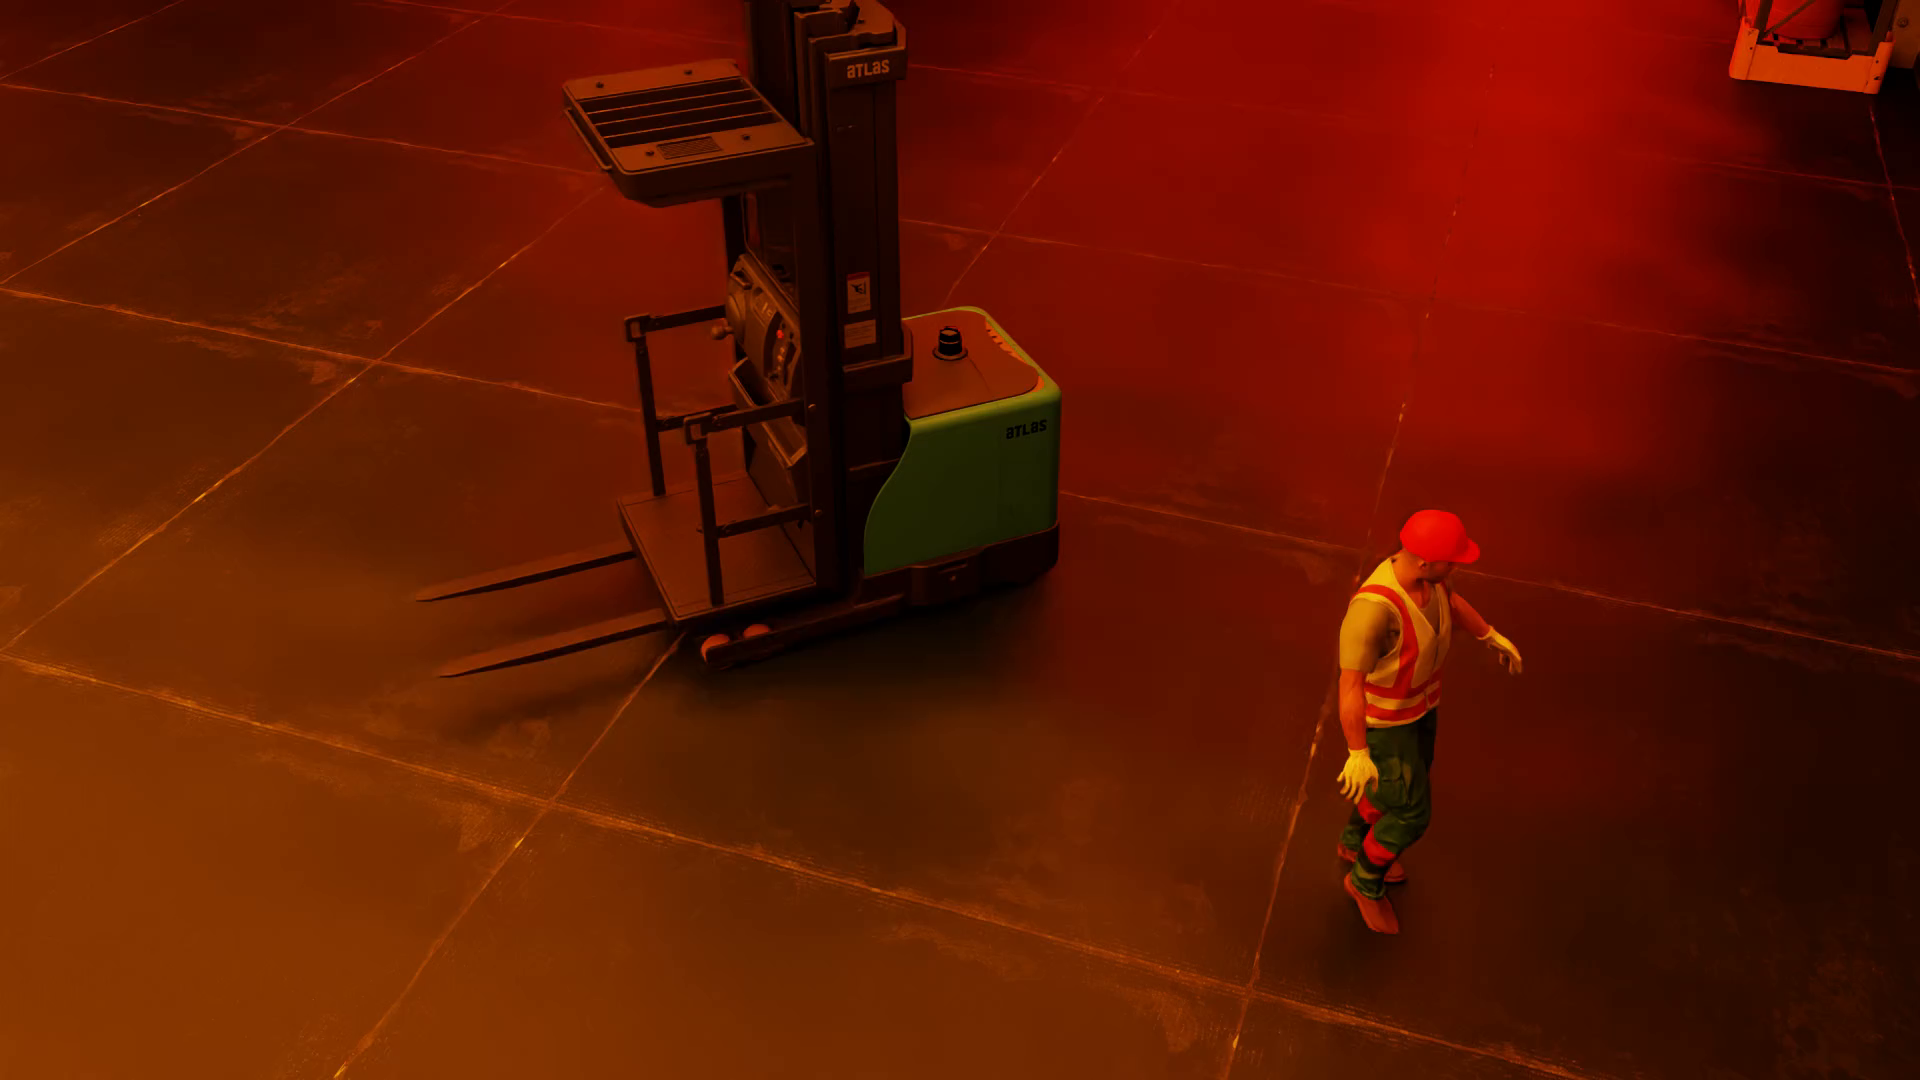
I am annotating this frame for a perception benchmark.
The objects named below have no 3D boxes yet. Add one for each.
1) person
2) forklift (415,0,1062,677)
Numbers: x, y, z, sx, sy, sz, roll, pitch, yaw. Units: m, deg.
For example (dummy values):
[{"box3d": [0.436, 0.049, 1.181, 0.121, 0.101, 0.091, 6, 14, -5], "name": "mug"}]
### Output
[{"box3d": [1.675, 0.657, 6.228, 0.478, 1.797, 0.944, 29, 45, 35], "name": "person"}, {"box3d": [-1.069, -0.936, 7.431, 3.031, 2.935, 1.130, -14, 38, -19], "name": "forklift"}]
